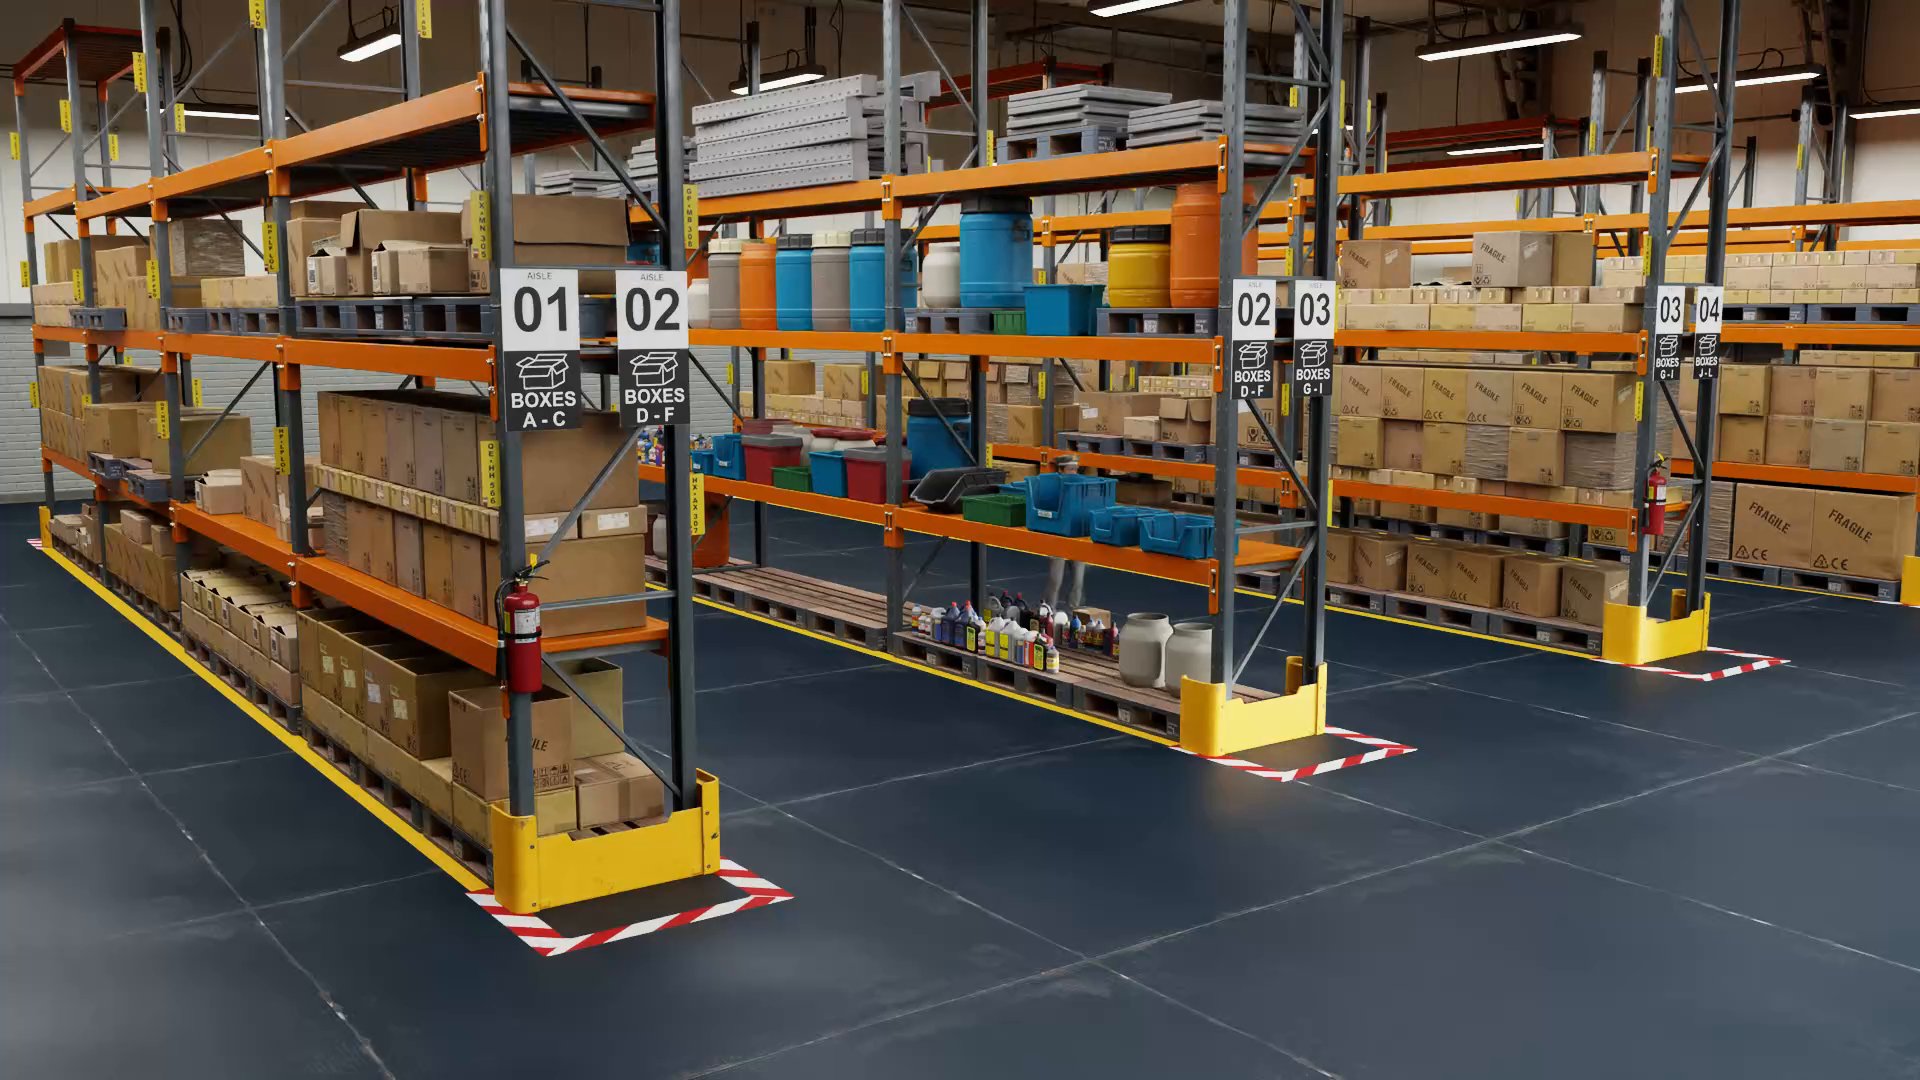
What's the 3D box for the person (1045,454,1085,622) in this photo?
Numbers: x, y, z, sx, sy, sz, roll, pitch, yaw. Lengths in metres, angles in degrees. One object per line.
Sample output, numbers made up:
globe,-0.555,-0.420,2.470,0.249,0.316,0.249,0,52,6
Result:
person,1.015,0.018,15.671,0.467,1.670,0.313,-4,9,-26
